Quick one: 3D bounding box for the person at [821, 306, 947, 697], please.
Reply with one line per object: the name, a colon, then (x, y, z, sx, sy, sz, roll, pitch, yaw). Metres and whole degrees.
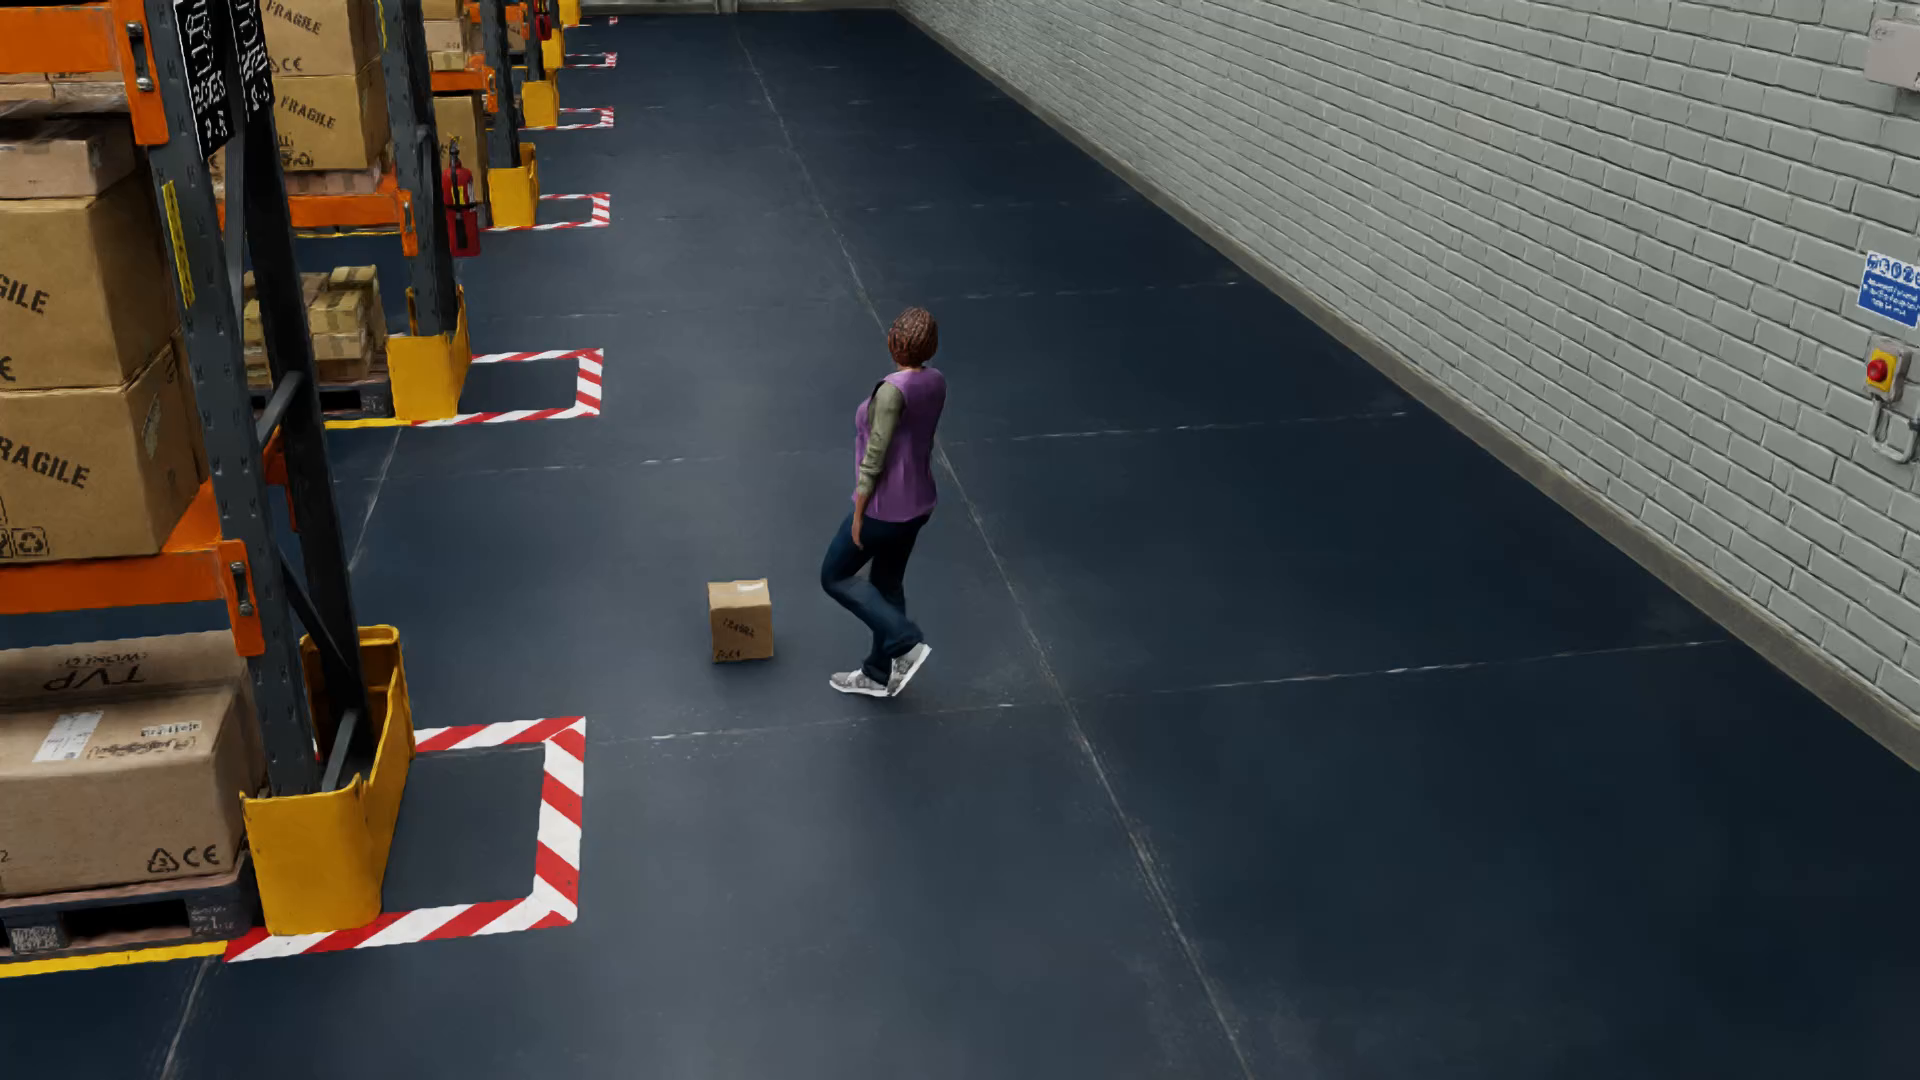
person: (-0.263, -0.119, 6.404, 0.483, 1.573, 0.452, 13, 27, 27)
